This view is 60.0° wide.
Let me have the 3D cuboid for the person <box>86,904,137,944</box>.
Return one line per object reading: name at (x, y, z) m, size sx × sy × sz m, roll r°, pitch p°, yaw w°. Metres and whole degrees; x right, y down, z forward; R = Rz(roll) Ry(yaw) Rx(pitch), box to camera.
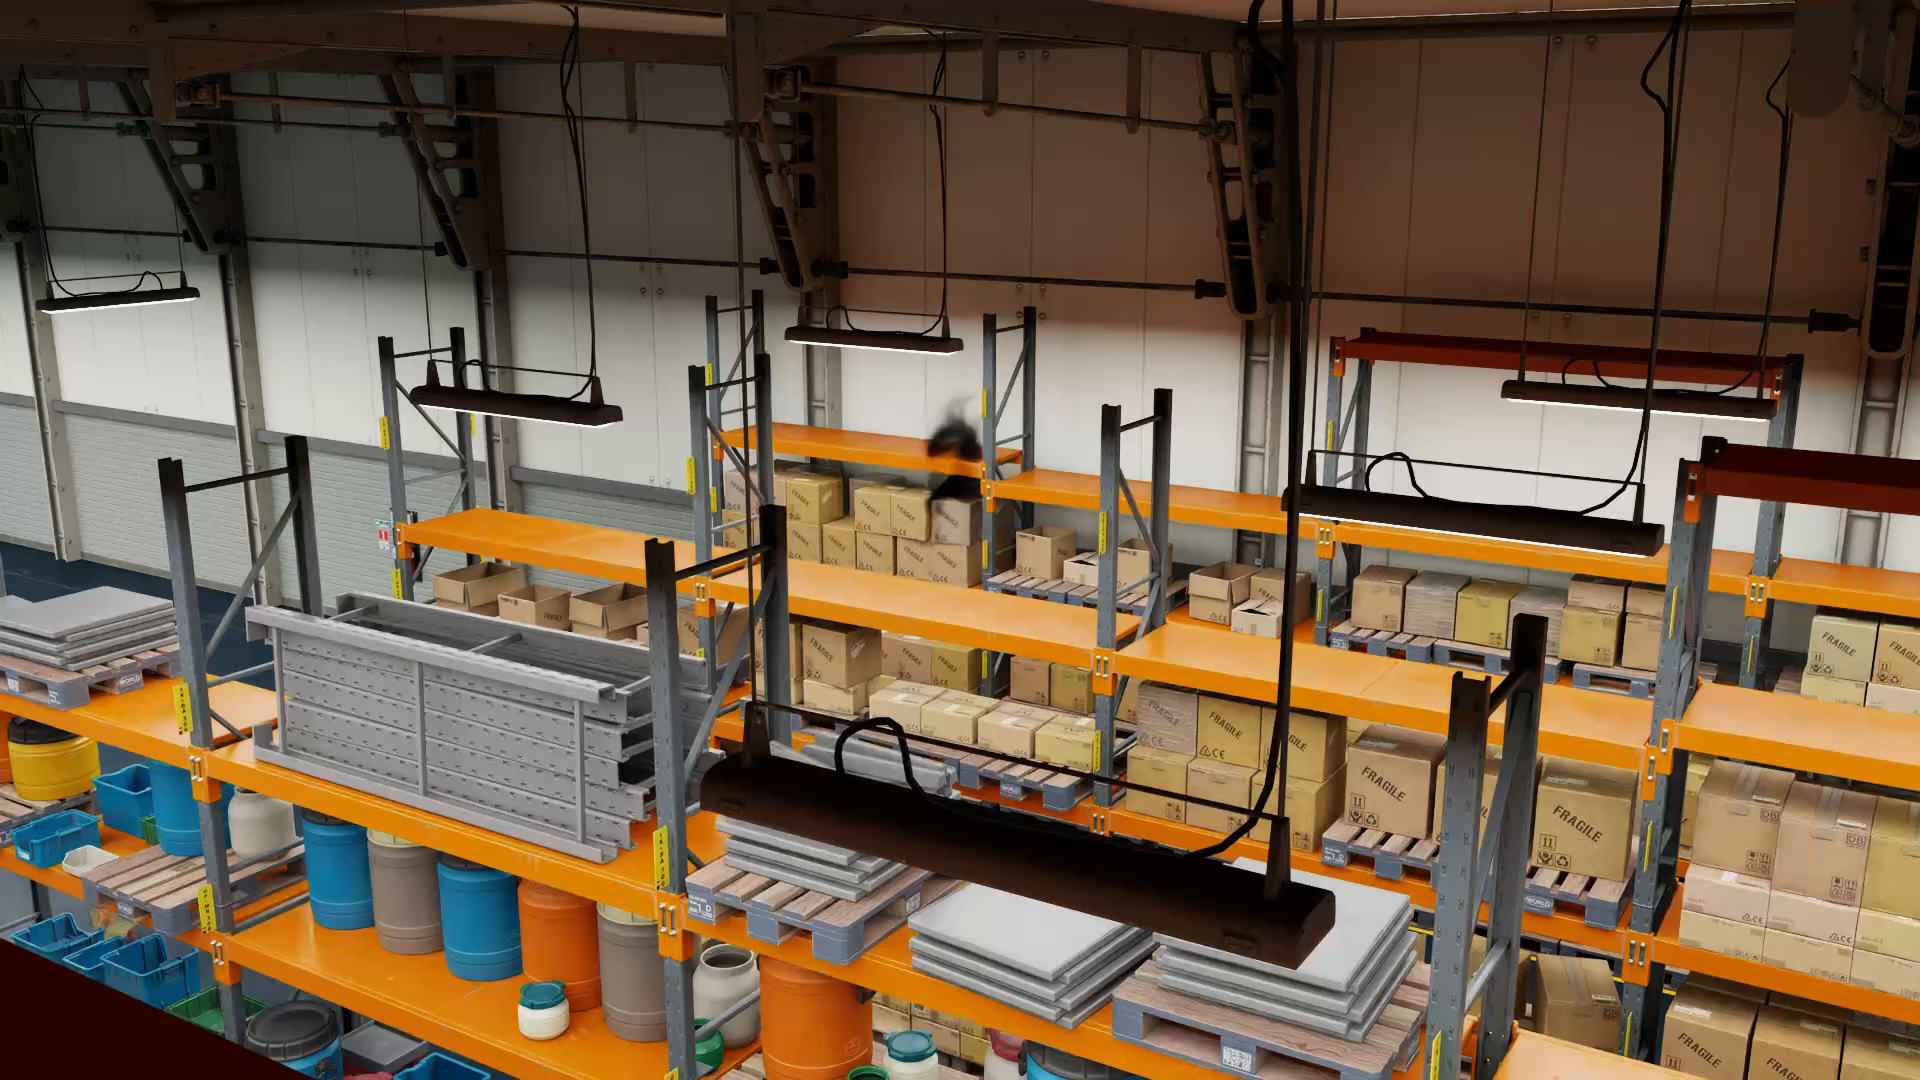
person at (-7.685, 3.624, 15.169) m, size 0.842 × 1.658 × 0.633 m, roll 1°, pitch 14°, yaw 5°
